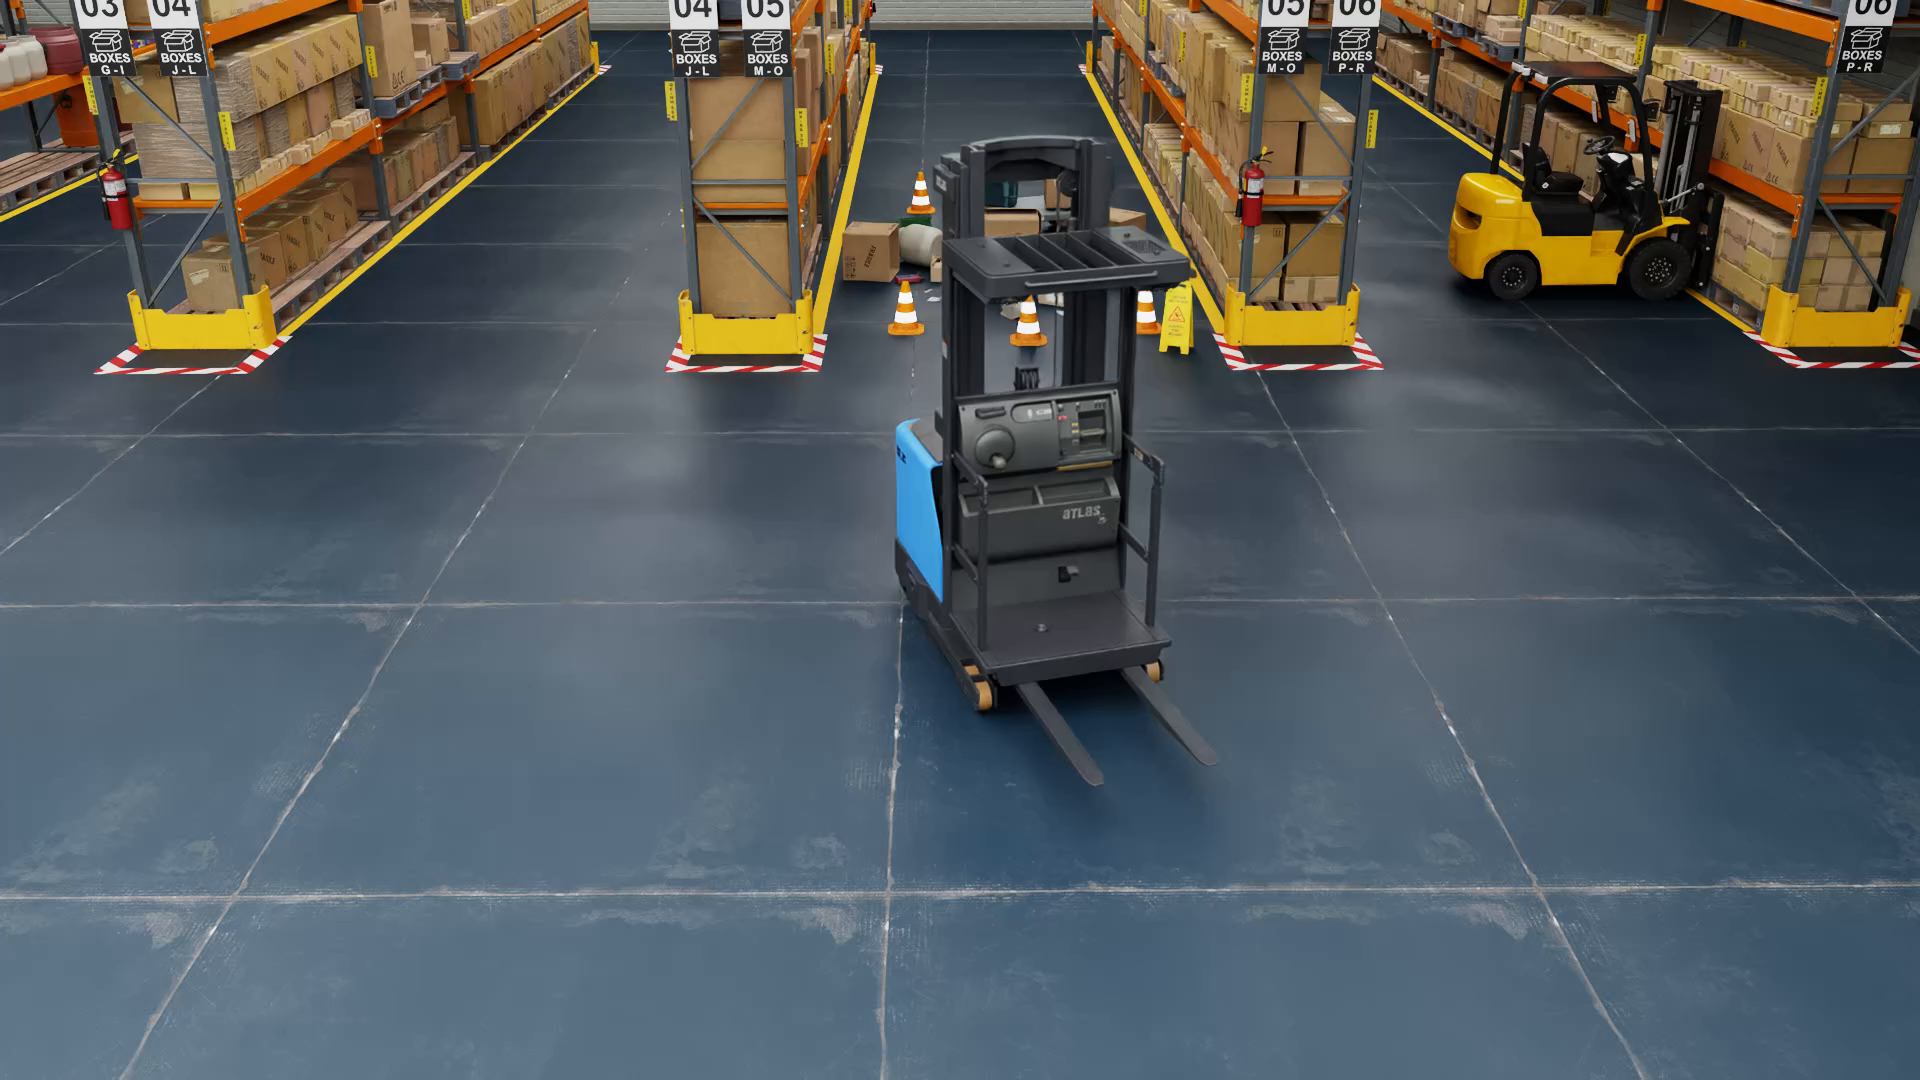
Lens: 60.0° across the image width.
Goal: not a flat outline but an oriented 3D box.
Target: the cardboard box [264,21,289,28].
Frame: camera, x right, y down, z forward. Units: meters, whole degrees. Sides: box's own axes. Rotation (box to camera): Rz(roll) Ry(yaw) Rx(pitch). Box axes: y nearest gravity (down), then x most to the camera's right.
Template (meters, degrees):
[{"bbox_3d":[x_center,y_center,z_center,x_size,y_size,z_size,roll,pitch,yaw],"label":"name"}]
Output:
[{"bbox_3d":[-7.166,-5.027,17.029,0.500,0.500,0.500,0,24,-1],"label":"cardboard box"}]

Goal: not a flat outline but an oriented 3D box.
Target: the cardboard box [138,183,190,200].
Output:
[{"bbox_3d":[-7.089,-3.137,14.850,0.380,0.149,0.250,0,24,-1],"label":"cardboard box"}]

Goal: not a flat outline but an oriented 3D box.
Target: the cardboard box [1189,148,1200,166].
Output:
[{"bbox_3d":[2.664,-4.107,17.821,0.380,0.149,0.250,0,24,0],"label":"cardboard box"}]

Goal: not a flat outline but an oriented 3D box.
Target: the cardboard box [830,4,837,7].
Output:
[{"bbox_3d":[-1.821,-7.163,22.521,0.380,0.149,0.250,0,24,-1],"label":"cardboard box"}]

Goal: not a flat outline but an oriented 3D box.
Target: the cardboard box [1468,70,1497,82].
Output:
[{"bbox_3d":[7.677,-6.809,24.401,0.380,0.149,0.250,1,24,1],"label":"cardboard box"}]

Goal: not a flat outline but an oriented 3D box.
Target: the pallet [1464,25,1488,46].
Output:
[{"bbox_3d":[7.880,-7.213,23.792,1.003,0.211,1.213,0,24,-1],"label":"pallet"}]

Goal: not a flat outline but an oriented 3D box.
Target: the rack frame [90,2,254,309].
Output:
[{"bbox_3d":[-6.880,-3.135,14.541,1.000,3.000,0.127,0,24,-1],"label":"rack frame"}]

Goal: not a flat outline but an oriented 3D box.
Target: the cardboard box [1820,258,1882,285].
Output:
[{"bbox_3d":[8.196,-2.564,15.499,0.500,0.250,0.500,0,24,0],"label":"cardboard box"}]

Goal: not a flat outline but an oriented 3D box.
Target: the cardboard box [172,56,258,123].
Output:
[{"bbox_3d":[-6.613,-3.999,14.757,0.500,0.500,0.500,0,24,-1],"label":"cardboard box"}]

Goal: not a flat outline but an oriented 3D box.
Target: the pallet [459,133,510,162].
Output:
[{"bbox_3d":[-6.900,-5.486,23.123,1.003,0.211,1.213,0,24,-1],"label":"pallet"}]

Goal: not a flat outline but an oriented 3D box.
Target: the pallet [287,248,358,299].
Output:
[{"bbox_3d":[-6.865,-2.732,17.034,1.003,0.211,1.213,0,24,-1],"label":"pallet"}]

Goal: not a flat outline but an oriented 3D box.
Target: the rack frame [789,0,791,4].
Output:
[{"bbox_3d":[-1.919,-5.849,13.262,1.000,3.000,0.127,0,24,-1],"label":"rack frame"}]

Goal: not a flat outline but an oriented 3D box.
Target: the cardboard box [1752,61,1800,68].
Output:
[{"bbox_3d":[8.281,-4.775,16.899,0.380,0.149,0.250,-1,24,-1],"label":"cardboard box"}]

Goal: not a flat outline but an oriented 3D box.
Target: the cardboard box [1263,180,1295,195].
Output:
[{"bbox_3d":[2.812,-3.218,15.030,0.380,0.149,0.250,1,24,1],"label":"cardboard box"}]

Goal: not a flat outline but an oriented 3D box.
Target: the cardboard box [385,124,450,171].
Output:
[{"bbox_3d":[-6.921,-4.988,21.138,0.700,0.500,0.500,-2,24,-5],"label":"cardboard box"}]

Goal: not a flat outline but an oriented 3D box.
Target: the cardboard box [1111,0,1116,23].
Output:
[{"bbox_3d":[2.638,-8.359,25.972,0.500,0.500,0.500,0,24,0],"label":"cardboard box"}]

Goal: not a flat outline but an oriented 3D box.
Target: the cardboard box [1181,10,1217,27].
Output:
[{"bbox_3d":[2.735,-5.969,19.028,0.380,0.149,0.250,-1,24,-2],"label":"cardboard box"}]

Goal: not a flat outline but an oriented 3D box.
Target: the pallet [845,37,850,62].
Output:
[{"bbox_3d":[-2.121,-6.618,22.474,1.213,0.211,1.003,0,24,-1],"label":"pallet"}]

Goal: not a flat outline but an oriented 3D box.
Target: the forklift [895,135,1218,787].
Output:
[{"bbox_3d":[0.512,-0.575,8.965,1.130,2.935,3.031,-7,25,-16],"label":"forklift"}]

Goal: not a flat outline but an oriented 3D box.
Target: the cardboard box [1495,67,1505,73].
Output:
[{"bbox_3d":[8.152,-6.918,24.642,0.380,0.149,0.250,0,24,1],"label":"cardboard box"}]

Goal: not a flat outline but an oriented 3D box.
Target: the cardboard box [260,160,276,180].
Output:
[{"bbox_3d":[-6.639,-3.448,15.538,0.380,0.149,0.250,0,24,-1],"label":"cardboard box"}]

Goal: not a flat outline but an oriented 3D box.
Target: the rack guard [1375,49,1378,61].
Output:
[{"bbox_3d":[7.819,-8.626,29.715,1.175,0.500,0.348,0,24,-1],"label":"rack guard"}]

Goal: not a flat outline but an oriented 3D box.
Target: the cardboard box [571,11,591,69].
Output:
[{"bbox_3d":[-6.967,-8.687,28.887,0.875,0.875,0.875,0,24,-1],"label":"cardboard box"}]

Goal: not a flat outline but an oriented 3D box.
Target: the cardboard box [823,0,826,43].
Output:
[{"bbox_3d":[-1.997,-6.308,20.223,0.700,0.500,0.500,-1,24,-1],"label":"cardboard box"}]

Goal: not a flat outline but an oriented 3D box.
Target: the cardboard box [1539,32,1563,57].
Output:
[{"bbox_3d":[7.671,-6.269,21.046,0.500,0.250,0.500,0,24,1],"label":"cardboard box"}]

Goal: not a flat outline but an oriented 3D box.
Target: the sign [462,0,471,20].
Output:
[{"bbox_3d":[-6.425,-6.929,21.621,0.100,0.325,0.005,0,24,-1],"label":"sign"}]

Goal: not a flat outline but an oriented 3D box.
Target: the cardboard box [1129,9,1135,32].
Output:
[{"bbox_3d":[2.648,-7.256,23.228,0.500,0.250,0.500,-1,24,-2],"label":"cardboard box"}]

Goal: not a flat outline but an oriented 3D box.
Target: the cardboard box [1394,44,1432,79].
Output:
[{"bbox_3d":[7.607,-8.025,27.878,0.500,0.500,0.500,0,24,0],"label":"cardboard box"}]

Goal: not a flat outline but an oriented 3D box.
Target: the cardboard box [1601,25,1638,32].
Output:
[{"bbox_3d":[8.166,-6.284,20.596,0.380,0.149,0.250,0,24,-1],"label":"cardboard box"}]

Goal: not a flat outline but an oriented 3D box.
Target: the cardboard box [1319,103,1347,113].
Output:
[{"bbox_3d":[3.293,-3.770,15.464,0.500,0.500,0.500,0,24,1],"label":"cardboard box"}]

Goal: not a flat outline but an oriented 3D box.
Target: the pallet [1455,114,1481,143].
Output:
[{"bbox_3d":[7.925,-6.038,24.345,1.003,0.211,1.213,0,24,-1],"label":"pallet"}]

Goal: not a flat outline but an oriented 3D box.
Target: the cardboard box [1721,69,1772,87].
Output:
[{"bbox_3d":[7.770,-4.562,16.428,0.380,0.149,0.250,0,24,0],"label":"cardboard box"}]

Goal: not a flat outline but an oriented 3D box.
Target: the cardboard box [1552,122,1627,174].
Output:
[{"bbox_3d":[7.921,-4.805,20.606,0.875,0.625,0.625,-1,24,-3],"label":"cardboard box"}]

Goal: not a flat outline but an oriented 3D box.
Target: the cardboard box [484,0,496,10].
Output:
[{"bbox_3d":[-6.977,-7.780,23.473,0.797,0.503,0.637,1,24,1],"label":"cardboard box"}]

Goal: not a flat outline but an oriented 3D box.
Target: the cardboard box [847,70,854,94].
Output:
[{"bbox_3d":[-1.770,-6.504,23.604,0.500,0.250,0.500,0,24,0],"label":"cardboard box"}]

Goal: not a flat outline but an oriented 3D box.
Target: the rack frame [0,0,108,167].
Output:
[{"bbox_3d":[-11.920,-6.409,21.780,1.000,3.000,0.127,0,24,-1],"label":"rack frame"}]

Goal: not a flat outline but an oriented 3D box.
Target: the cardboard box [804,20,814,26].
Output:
[{"bbox_3d":[-1.993,-5.172,17.552,0.875,0.550,0.550,0,24,-1],"label":"cardboard box"}]

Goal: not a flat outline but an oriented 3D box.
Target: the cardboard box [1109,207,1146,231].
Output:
[{"bbox_3d":[1.637,-3.242,17.808,0.500,0.500,0.500,19,30,35],"label":"cardboard box"}]

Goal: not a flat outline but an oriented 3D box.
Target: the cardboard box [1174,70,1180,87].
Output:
[{"bbox_3d":[2.680,-5.330,19.190,0.380,0.149,0.250,-1,24,-1],"label":"cardboard box"}]

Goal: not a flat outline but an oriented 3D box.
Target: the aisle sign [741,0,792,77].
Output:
[{"bbox_3d":[-1.618,-4.272,13.901,0.394,0.787,0.004,0,24,-1],"label":"aisle sign"}]

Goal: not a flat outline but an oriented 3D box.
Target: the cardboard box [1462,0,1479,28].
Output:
[{"bbox_3d":[7.658,-7.648,23.888,0.700,0.500,0.500,0,24,-1],"label":"cardboard box"}]

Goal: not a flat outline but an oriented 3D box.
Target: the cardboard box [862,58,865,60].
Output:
[{"bbox_3d":[-1.792,-7.987,27.858,0.380,0.149,0.250,1,24,2],"label":"cardboard box"}]

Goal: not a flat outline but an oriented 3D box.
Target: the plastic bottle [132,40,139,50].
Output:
[{"bbox_3d":[-11.568,-7.012,23.255,0.061,0.283,0.133,0,24,-1],"label":"plastic bottle"}]

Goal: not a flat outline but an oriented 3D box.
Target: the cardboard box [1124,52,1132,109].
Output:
[{"bbox_3d":[2.985,-7.092,25.360,0.875,0.875,0.875,0,24,1],"label":"cardboard box"}]

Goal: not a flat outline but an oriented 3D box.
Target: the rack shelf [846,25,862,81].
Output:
[{"bbox_3d":[-2.028,-6.908,23.757,1.077,0.370,4.000,0,24,-1],"label":"rack shelf"}]

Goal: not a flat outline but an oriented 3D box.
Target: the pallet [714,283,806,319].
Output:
[{"bbox_3d":[-2.006,-2.174,15.800,1.003,0.211,1.213,0,24,-1],"label":"pallet"}]

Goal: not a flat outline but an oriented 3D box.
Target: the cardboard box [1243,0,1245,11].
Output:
[{"bbox_3d":[2.742,-4.789,14.864,0.380,0.149,0.250,0,24,1],"label":"cardboard box"}]

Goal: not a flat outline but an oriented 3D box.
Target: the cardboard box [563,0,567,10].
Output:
[{"bbox_3d":[-6.705,-8.838,27.456,0.380,0.149,0.250,0,24,0],"label":"cardboard box"}]

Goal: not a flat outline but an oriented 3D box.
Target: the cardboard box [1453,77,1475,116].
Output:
[{"bbox_3d":[7.659,-6.575,24.671,0.500,0.500,0.500,-1,24,-2],"label":"cardboard box"}]

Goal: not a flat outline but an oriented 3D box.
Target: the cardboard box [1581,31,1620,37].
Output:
[{"bbox_3d":[7.739,-6.069,20.121,0.380,0.149,0.250,0,24,-1],"label":"cardboard box"}]

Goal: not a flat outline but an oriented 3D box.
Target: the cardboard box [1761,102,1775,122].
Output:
[{"bbox_3d":[7.744,-4.000,15.546,0.380,0.149,0.250,0,24,-1],"label":"cardboard box"}]

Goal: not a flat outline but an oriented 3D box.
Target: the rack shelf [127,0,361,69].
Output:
[{"bbox_3d":[-6.902,-4.998,15.893,1.077,0.370,4.000,0,24,-1],"label":"rack shelf"}]

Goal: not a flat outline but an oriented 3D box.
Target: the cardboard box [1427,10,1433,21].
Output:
[{"bbox_3d":[7.582,-8.271,26.202,0.380,0.149,0.250,0,24,1],"label":"cardboard box"}]

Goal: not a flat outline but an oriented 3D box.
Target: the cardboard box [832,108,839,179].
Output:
[{"bbox_3d":[-2.077,-4.966,20.812,1.050,0.750,0.750,0,24,0],"label":"cardboard box"}]

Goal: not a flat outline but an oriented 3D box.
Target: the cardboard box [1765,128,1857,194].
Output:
[{"bbox_3d":[7.725,-3.450,15.117,0.500,0.500,0.500,-1,24,-2],"label":"cardboard box"}]

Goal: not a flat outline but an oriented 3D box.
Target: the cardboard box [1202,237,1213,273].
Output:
[{"bbox_3d":[2.743,-2.879,16.802,0.500,0.250,0.500,-1,24,-2],"label":"cardboard box"}]
